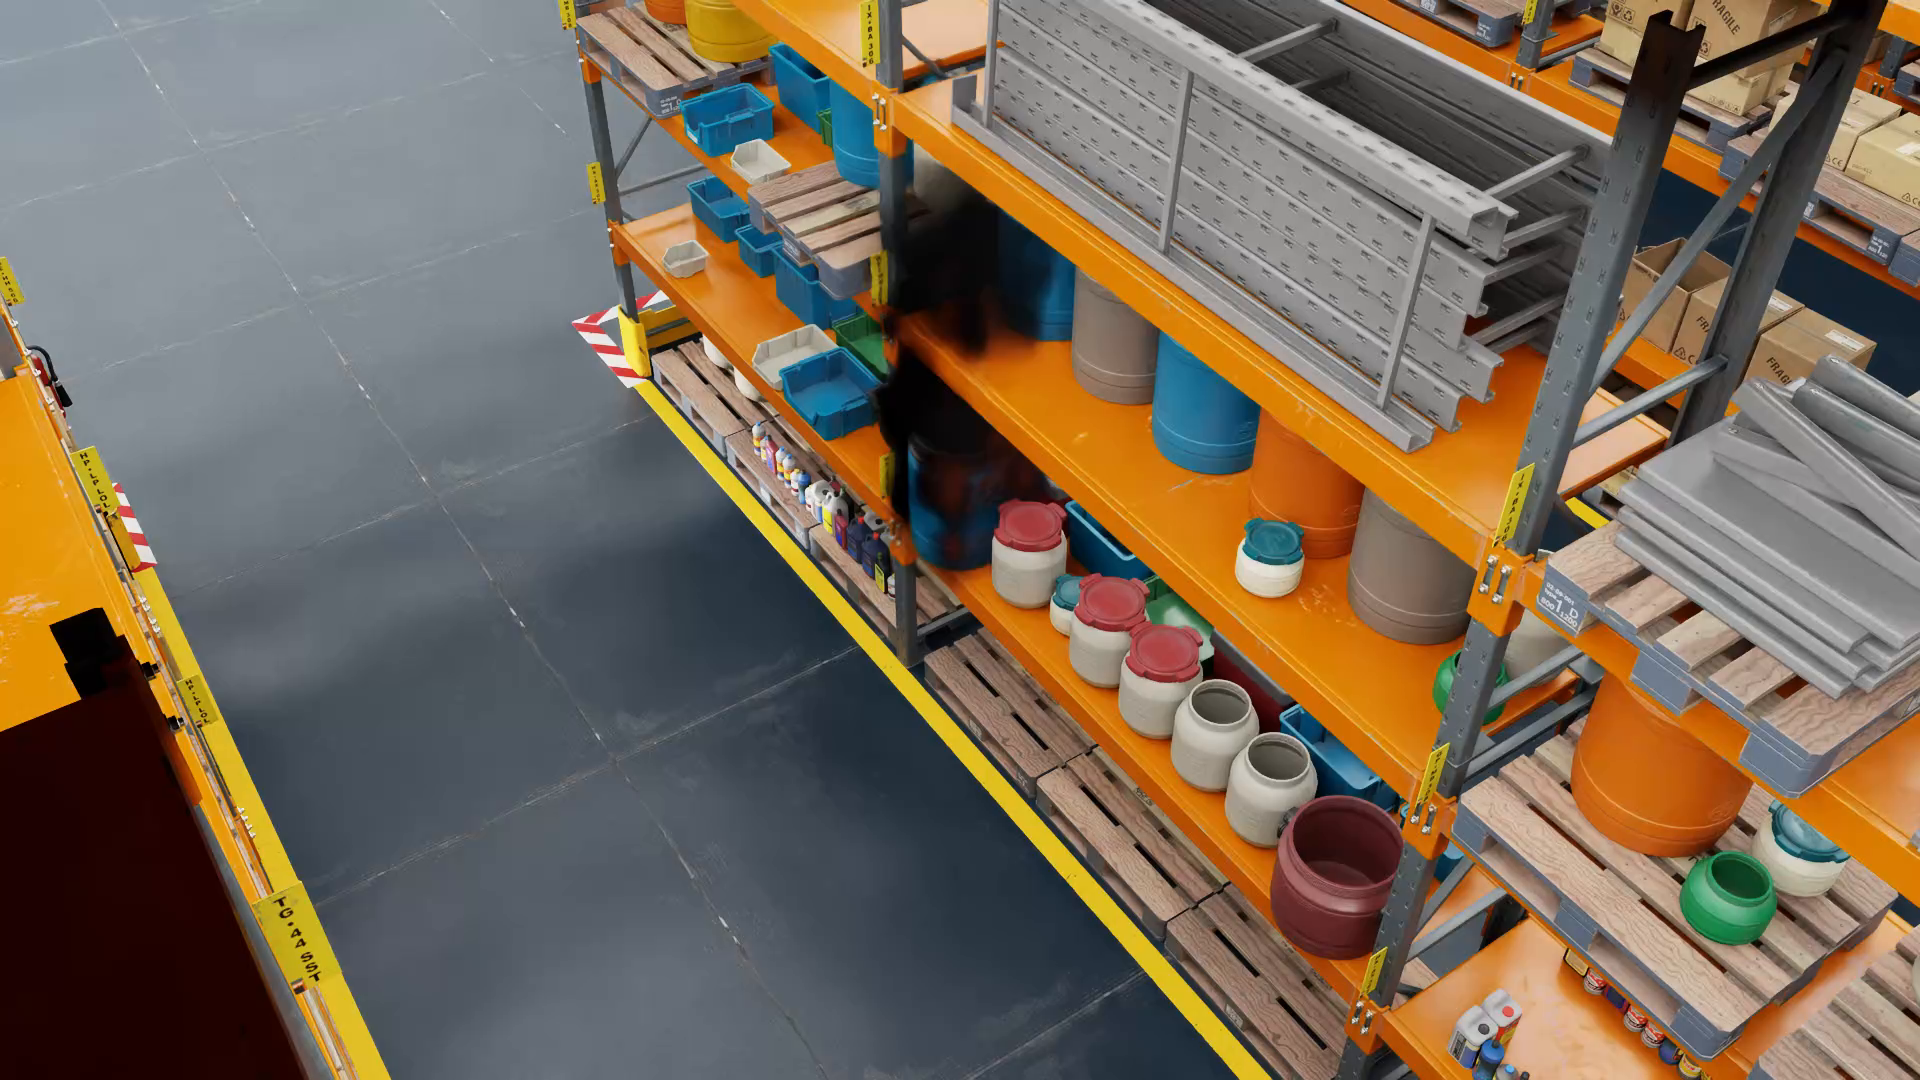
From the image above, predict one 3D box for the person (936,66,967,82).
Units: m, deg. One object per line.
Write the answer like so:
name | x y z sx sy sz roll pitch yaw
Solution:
person | -0.223 -4.902 15.784 0.774 1.732 0.712 2 43 2
